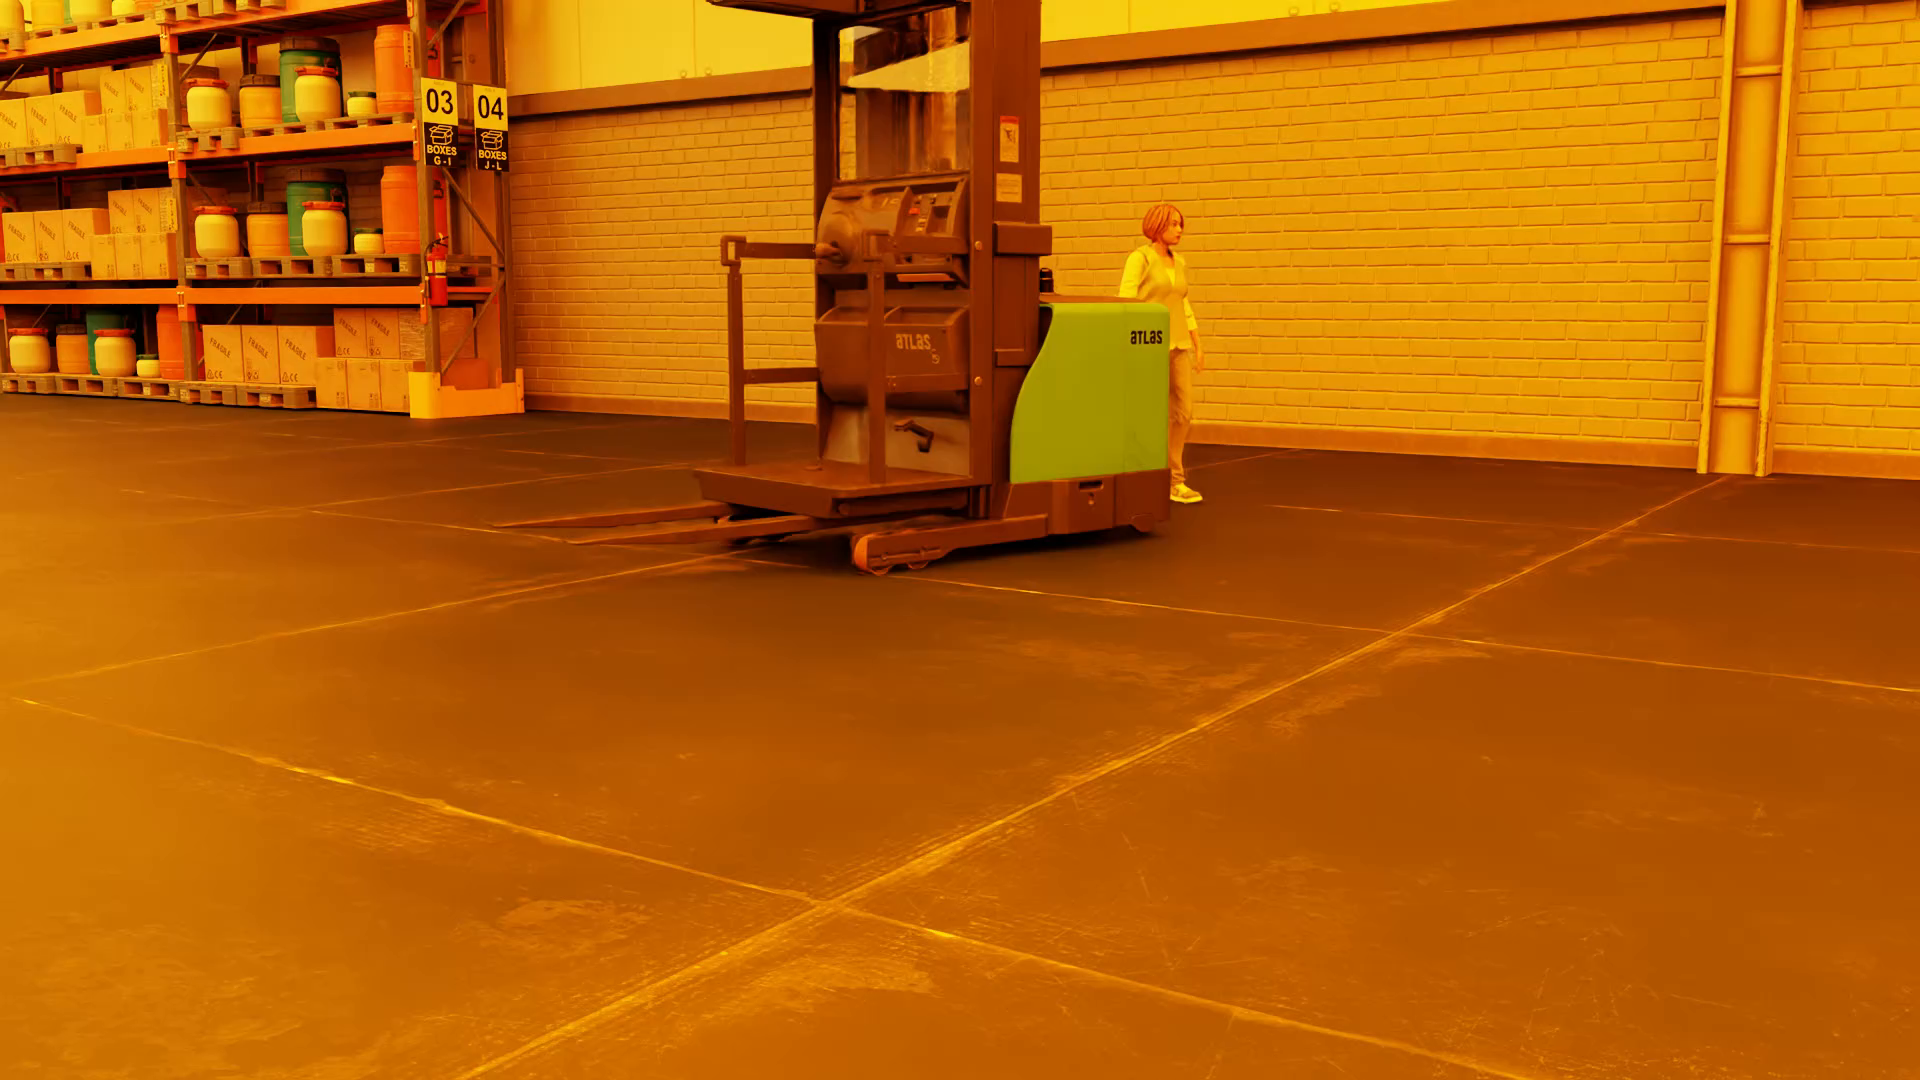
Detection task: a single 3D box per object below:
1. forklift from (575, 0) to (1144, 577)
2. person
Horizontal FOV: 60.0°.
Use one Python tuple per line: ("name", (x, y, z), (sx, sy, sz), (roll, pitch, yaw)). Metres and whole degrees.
("forklift", (-0.310, -1.377, 6.875), (1.130, 2.935, 3.031), (5, 9, 31))
("person", (1.109, -0.991, 8.876), (0.515, 1.603, 0.449), (-6, 10, -38))
